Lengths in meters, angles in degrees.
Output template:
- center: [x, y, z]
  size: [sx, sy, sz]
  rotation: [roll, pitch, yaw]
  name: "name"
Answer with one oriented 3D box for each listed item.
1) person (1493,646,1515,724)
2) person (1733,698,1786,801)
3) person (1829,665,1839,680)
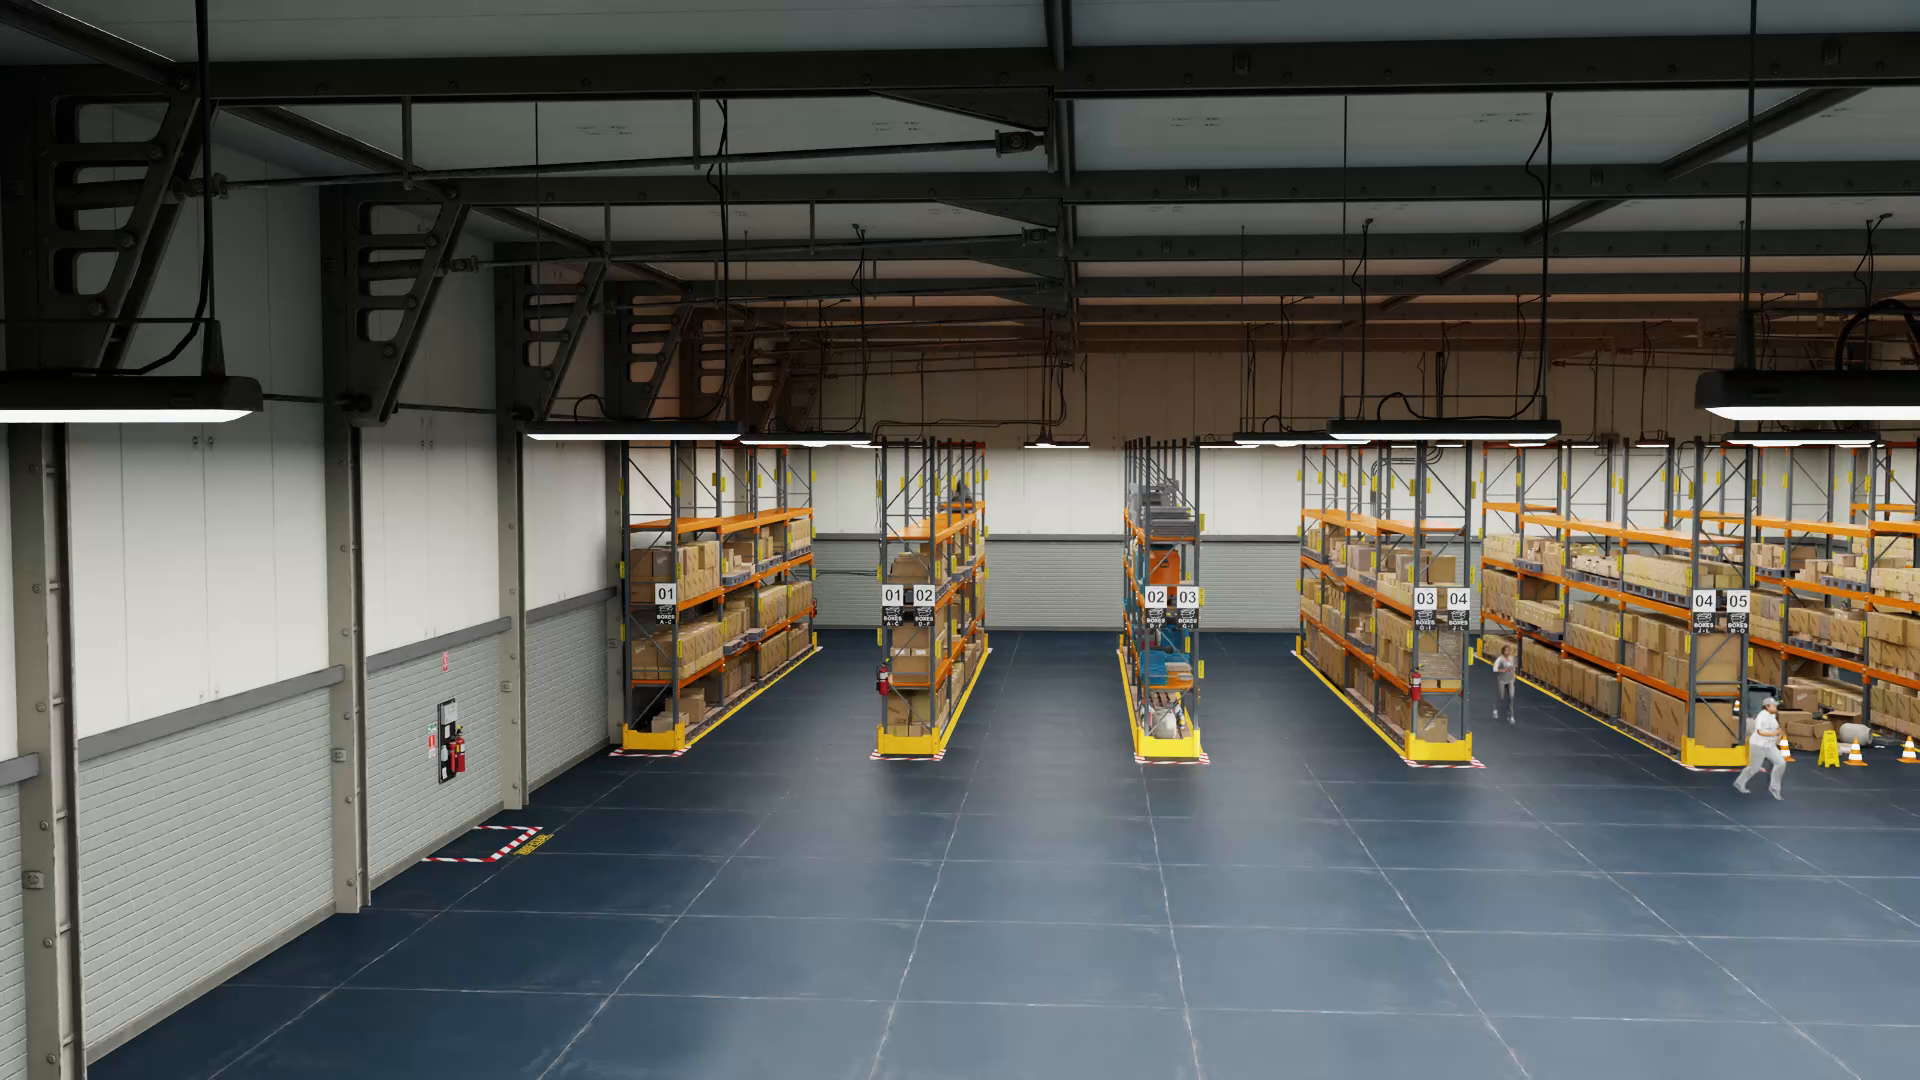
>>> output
- center: [11.485, 3.024, 35.072]
  size: [0.575, 1.609, 0.829]
  rotation: [0, 3, -9]
  name: "person"
- center: [13.217, 3.436, 27.461]
  size: [0.626, 1.708, 0.832]
  rotation: [-3, 4, -41]
  name: "person"
- center: [21.124, 2.745, 40.269]
  size: [0.575, 1.627, 0.599]
  rotation: [0, 3, 5]
  name: "person"
